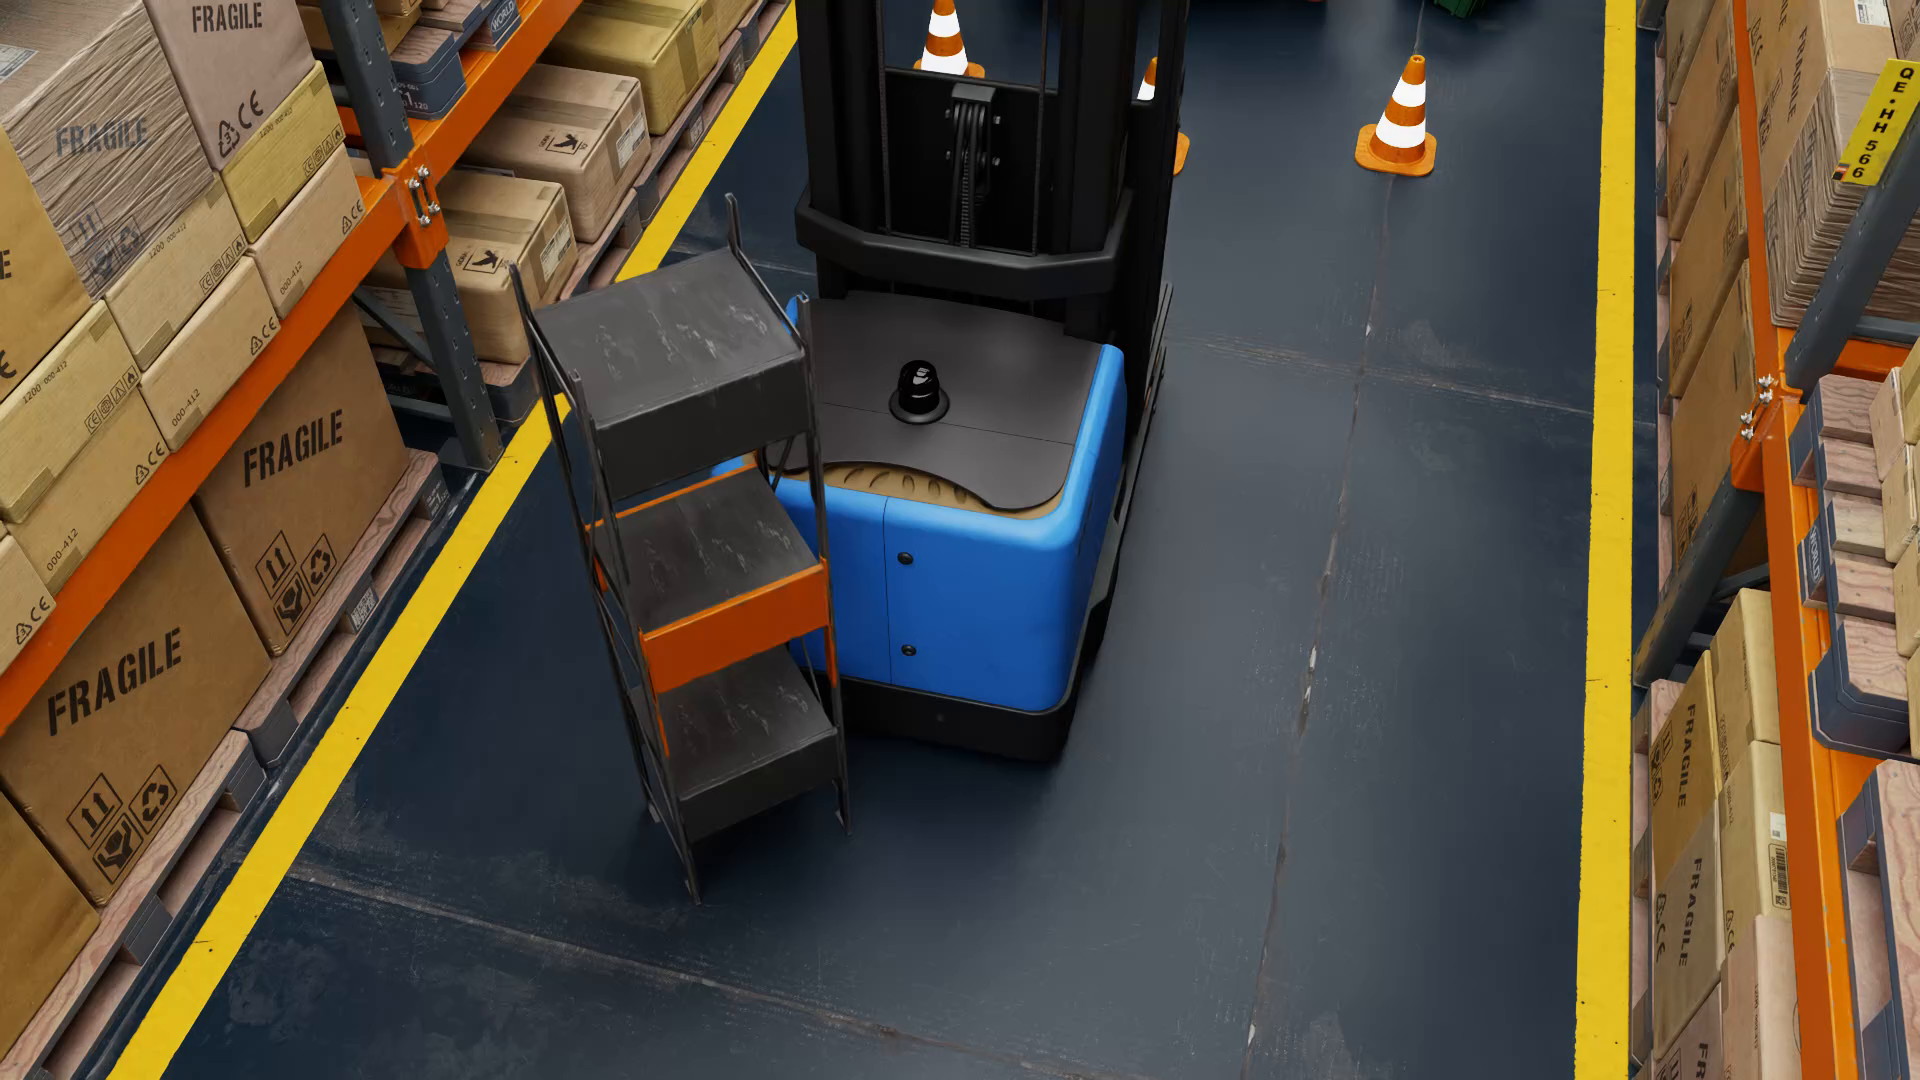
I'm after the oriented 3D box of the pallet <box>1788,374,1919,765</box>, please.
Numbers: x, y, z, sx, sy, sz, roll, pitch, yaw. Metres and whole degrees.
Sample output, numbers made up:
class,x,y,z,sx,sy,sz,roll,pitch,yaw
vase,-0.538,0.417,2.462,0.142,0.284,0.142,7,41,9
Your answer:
class,x,y,z,sx,sy,sz,roll,pitch,yaw
pallet,2.569,0.135,3.758,1.213,0.211,1.003,12,50,10

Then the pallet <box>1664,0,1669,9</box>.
class,x,y,z,sx,sy,sz,roll,pitch,yaw
pallet,3.983,-2.970,8.231,1.003,0.211,1.213,12,50,10

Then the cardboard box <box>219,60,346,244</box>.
class,x,y,z,sx,sy,sz,roll,pitch,yaw
cardboard box,-2.030,-1.084,4.473,0.500,0.250,0.500,11,50,10

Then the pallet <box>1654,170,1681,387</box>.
class,x,y,z,sx,sy,sz,roll,pitch,yaw
pallet,3.257,-0.977,6.472,1.003,0.211,1.213,12,50,10

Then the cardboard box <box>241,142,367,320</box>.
class,x,y,z,sx,sy,sz,roll,pitch,yaw
cardboard box,-2.031,-0.902,4.646,0.500,0.250,0.500,10,49,9

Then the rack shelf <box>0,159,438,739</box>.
class,x,y,z,sx,sy,sz,roll,pitch,yaw
rack shelf,-2.674,0.316,3.950,1.077,0.370,4.000,12,50,10

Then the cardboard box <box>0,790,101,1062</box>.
class,x,y,z,sx,sy,sz,roll,pitch,yaw
cardboard box,-2.884,0.969,4.031,0.875,0.875,0.875,13,50,11

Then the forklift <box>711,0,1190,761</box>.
class,x,y,z,sx,sy,sz,roll,pitch,yaw
forklift,0.147,-1.429,5.056,1.130,2.935,3.031,10,49,9

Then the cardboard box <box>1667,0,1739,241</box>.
class,x,y,z,sx,sy,sz,roll,pitch,yaw
cardboard box,3.373,-1.589,6.372,1.050,0.750,0.750,12,50,10

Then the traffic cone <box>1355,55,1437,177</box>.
class,x,y,z,sx,sy,sz,roll,pitch,yaw
traffic cone,1.897,-1.847,7.071,0.336,0.463,0.334,12,50,10

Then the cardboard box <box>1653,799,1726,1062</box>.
class,x,y,z,sx,sy,sz,roll,pitch,yaw
cardboard box,2.093,1.049,4.211,0.500,0.500,0.500,12,50,10

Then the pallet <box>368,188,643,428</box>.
class,x,y,z,sx,sy,sz,roll,pitch,yaw
pallet,-1.941,-1.011,6.502,1.003,0.211,1.213,12,50,10

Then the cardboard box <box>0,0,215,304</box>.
class,x,y,z,sx,sy,sz,roll,pitch,yaw
cardboard box,-2.159,-0.934,3.840,0.500,0.500,0.500,12,50,11

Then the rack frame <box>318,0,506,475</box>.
class,x,y,z,sx,sy,sz,roll,pitch,yaw
rack frame,-2.148,-1.369,4.957,1.000,3.000,0.127,12,50,10

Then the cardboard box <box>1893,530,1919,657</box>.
class,x,y,z,sx,sy,sz,roll,pitch,yaw
cardboard box,2.200,0.152,3.503,0.380,0.149,0.250,14,50,12

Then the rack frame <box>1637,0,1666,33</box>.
class,x,y,z,sx,sy,sz,roll,pitch,yaw
rack frame,3.707,-3.358,6.713,1.000,3.000,0.127,12,50,10

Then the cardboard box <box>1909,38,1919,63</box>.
class,x,y,z,sx,sy,sz,roll,pitch,yaw
cardboard box,2.782,-1.152,4.032,0.700,0.500,0.500,11,50,10

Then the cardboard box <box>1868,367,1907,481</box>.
class,x,y,z,sx,sy,sz,roll,pitch,yaw
cardboard box,2.342,-0.237,3.846,0.380,0.149,0.250,11,49,10

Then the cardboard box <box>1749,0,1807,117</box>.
class,x,y,z,sx,sy,sz,roll,pitch,yaw
cardboard box,2.778,-1.599,5.094,0.500,0.500,0.500,11,49,9

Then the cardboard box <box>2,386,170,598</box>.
class,x,y,z,sx,sy,sz,roll,pitch,yaw
cardboard box,-2.298,-0.168,3.998,0.500,0.250,0.500,11,50,10

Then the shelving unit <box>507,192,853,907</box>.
class,x,y,z,sx,sy,sz,roll,pitch,yaw
shelving unit,-0.630,0.154,4.209,0.503,2.100,0.431,-22,53,-18

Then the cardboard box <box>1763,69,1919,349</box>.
class,x,y,z,sx,sy,sz,roll,pitch,yaw
cardboard box,2.514,-0.877,4.457,0.500,0.500,0.500,12,50,10

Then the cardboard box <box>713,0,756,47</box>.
class,x,y,z,sx,sy,sz,roll,pitch,yaw
cardboard box,-1.417,-2.631,7.544,0.950,0.372,0.625,14,50,12

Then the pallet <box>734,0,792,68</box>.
class,x,y,z,sx,sy,sz,roll,pitch,yaw
pallet,-1.299,-2.776,8.059,1.003,0.211,1.213,12,50,10

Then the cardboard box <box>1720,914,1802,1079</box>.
class,x,y,z,sx,sy,sz,roll,pitch,yaw
cardboard box,1.963,1.148,3.623,0.500,0.250,0.500,12,50,10

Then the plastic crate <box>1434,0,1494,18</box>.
class,x,y,z,sx,sy,sz,roll,pitch,yaw
plastic crate,2.489,-2.831,8.085,0.662,0.188,0.450,-37,68,-28

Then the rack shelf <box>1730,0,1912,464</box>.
class,x,y,z,sx,sy,sz,roll,pitch,yaw
rack shelf,3.181,-1.674,5.706,1.077,0.370,4.000,12,50,10

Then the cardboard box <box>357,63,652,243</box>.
class,x,y,z,sx,sy,sz,roll,pitch,yaw
cardboard box,-1.803,-1.580,6.617,0.950,0.372,0.625,11,49,9

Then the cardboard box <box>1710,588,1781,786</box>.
class,x,y,z,sx,sy,sz,roll,pitch,yaw
cardboard box,2.239,0.426,4.260,0.500,0.250,0.500,10,49,8

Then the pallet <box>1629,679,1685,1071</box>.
class,x,y,z,sx,sy,sz,roll,pitch,yaw
pallet,2.447,1.023,4.707,1.003,0.211,1.213,12,50,10

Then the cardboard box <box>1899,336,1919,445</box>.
class,x,y,z,sx,sy,sz,roll,pitch,yaw
cardboard box,2.333,-0.309,3.712,0.380,0.149,0.250,14,50,12

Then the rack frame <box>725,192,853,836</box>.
class,x,y,z,sx,sy,sz,roll,pitch,yaw
rack frame,-0.416,0.066,4.286,0.015,2.100,0.400,-22,53,-18

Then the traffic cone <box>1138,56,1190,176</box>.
class,x,y,z,sx,sy,sz,roll,pitch,yaw
traffic cone,0.818,-1.842,7.067,0.336,0.463,0.334,12,50,10

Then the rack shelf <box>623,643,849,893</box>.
class,x,y,z,sx,sy,sz,roll,pitch,yaw
rack shelf,-0.635,0.618,4.751,0.480,0.518,0.431,-22,53,-18

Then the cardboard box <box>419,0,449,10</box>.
class,x,y,z,sx,sy,sz,roll,pitch,yaw
cardboard box,-1.776,-1.821,5.244,0.380,0.149,0.250,9,49,8

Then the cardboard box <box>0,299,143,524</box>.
class,x,y,z,sx,sy,sz,roll,pitch,yaw
cardboard box,-2.277,-0.338,3.814,0.500,0.250,0.500,10,49,9

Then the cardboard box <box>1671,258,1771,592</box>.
class,x,y,z,sx,sy,sz,roll,pitch,yaw
cardboard box,2.901,-0.282,5.219,1.050,0.750,0.750,11,49,10

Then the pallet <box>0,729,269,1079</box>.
class,x,y,z,sx,sy,sz,roll,pitch,yaw
pallet,-2.751,0.989,4.736,1.003,0.211,1.213,12,50,10

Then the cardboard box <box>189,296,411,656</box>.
class,x,y,z,sx,sy,sz,roll,pitch,yaw
cardboard box,-2.410,-0.321,5.170,0.875,0.875,0.875,11,50,10
